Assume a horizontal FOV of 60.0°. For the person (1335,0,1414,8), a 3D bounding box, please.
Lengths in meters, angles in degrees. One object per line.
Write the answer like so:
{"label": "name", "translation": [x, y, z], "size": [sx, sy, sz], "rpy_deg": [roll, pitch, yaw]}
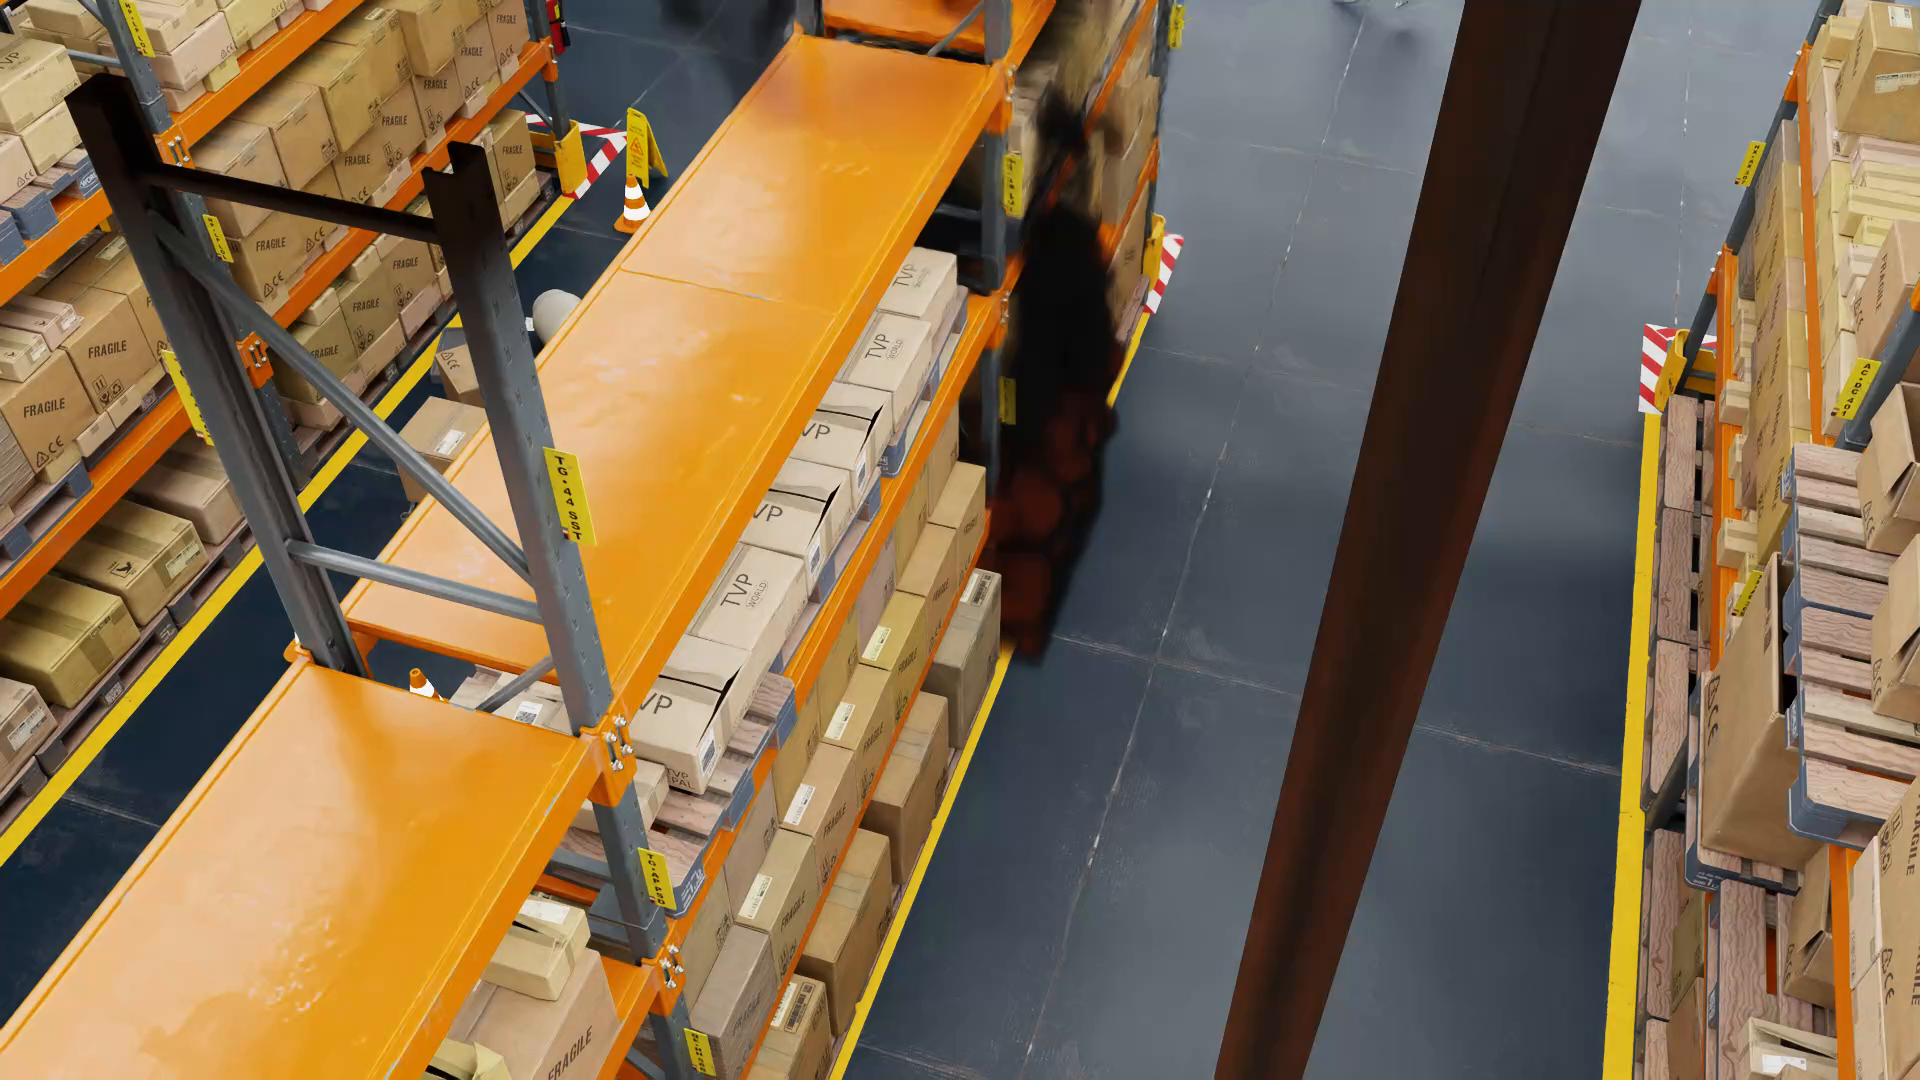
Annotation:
{"label": "person", "translation": [3.990, -5.765, 15.527], "size": [0.952, 1.762, 0.702], "rpy_deg": [35, 55, 30]}
